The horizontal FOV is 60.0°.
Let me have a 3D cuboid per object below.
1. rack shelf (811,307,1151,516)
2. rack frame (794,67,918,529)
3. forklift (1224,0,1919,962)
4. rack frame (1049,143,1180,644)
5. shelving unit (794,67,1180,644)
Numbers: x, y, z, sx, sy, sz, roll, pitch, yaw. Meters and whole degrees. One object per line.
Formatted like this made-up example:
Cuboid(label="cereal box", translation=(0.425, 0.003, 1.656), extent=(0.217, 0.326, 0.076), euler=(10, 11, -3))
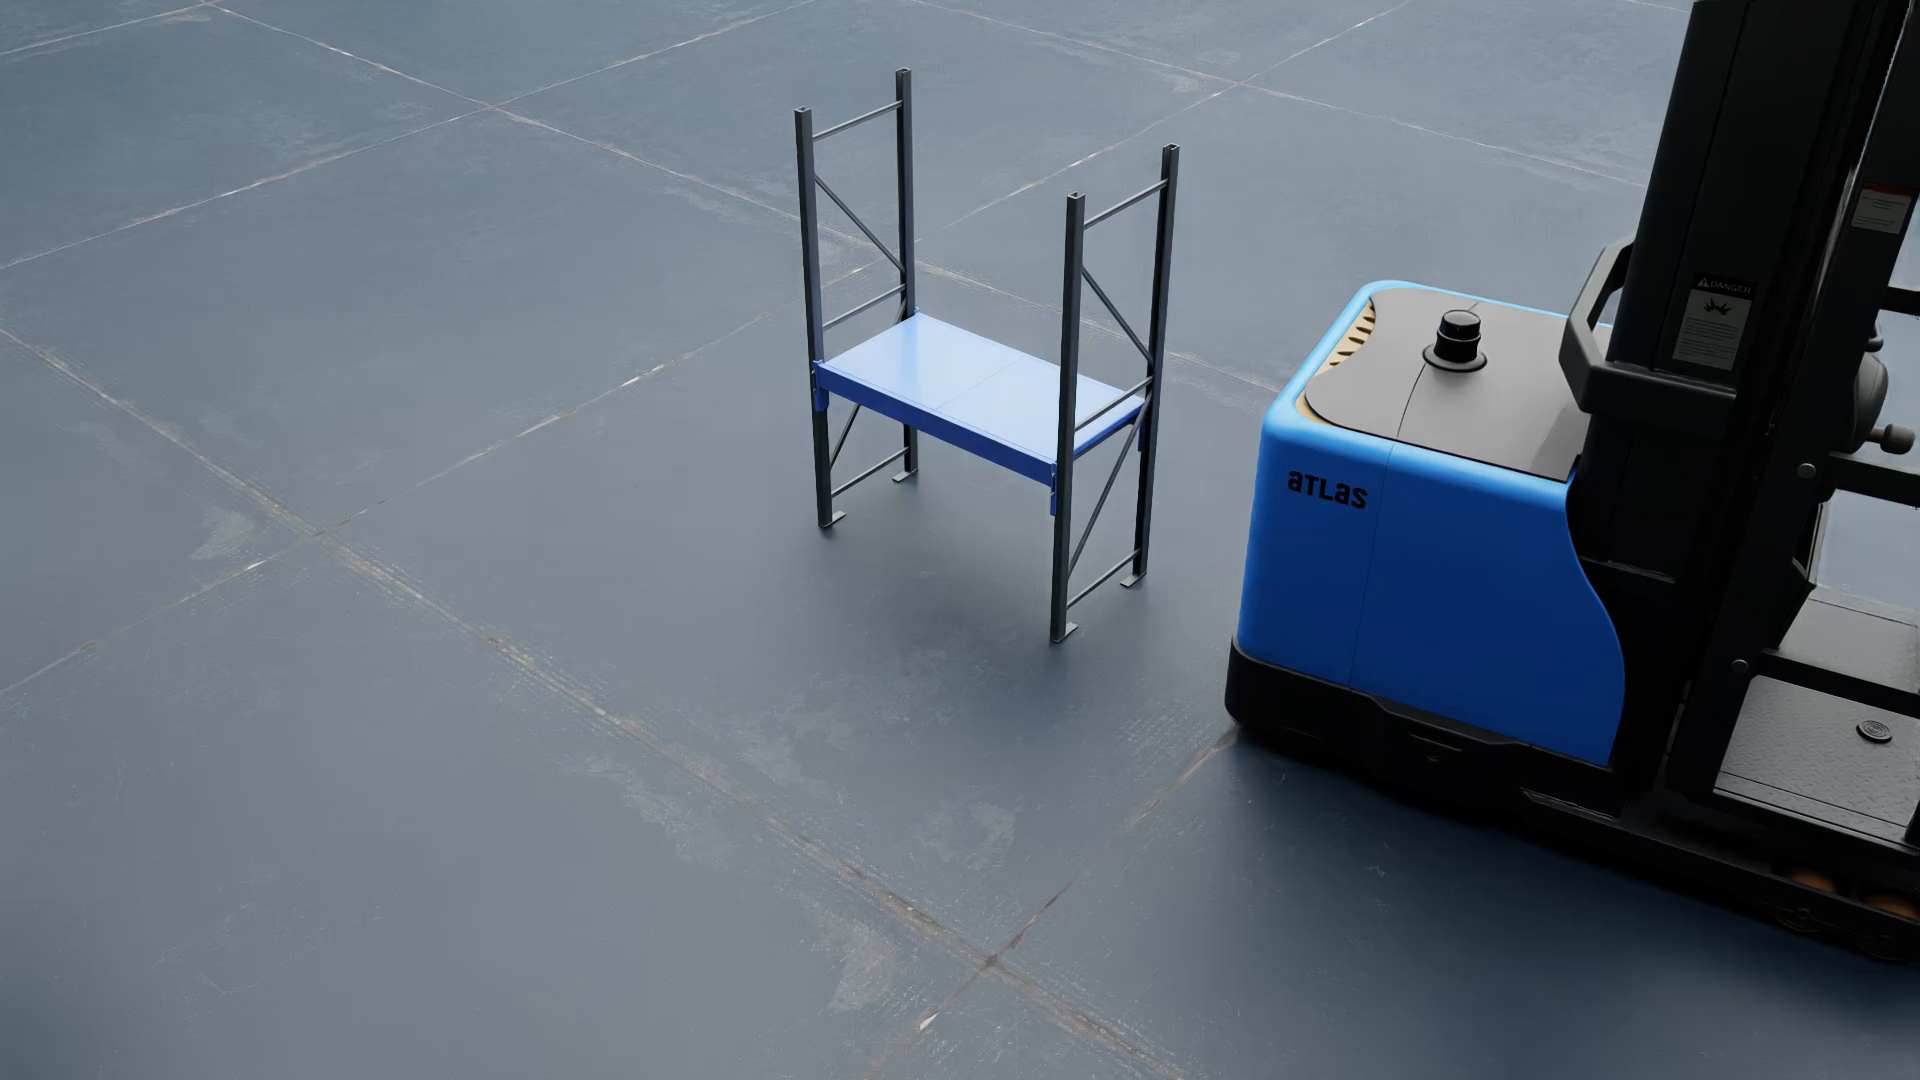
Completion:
Cuboid(label="rack shelf", translation=(0.066, -0.439, 5.382), extent=(1.000, 0.185, 0.538), euler=(25, 42, 32))
Cuboid(label="rack frame", translation=(-0.325, -0.771, 5.549), extent=(0.032, 1.500, 0.500), euler=(25, 42, 32))
Cuboid(label="forklift", translation=(2.327, -0.494, 3.881), extent=(3.031, 2.935, 1.130), euler=(17, 38, 23))
Cuboid(label="rack frame", translation=(0.456, -0.403, 5.012), extent=(0.032, 1.500, 0.500), euler=(25, 42, 32))
Cuboid(label="shelving unit", translation=(0.066, -0.587, 5.280), extent=(1.048, 1.500, 0.538), euler=(25, 42, 32))
